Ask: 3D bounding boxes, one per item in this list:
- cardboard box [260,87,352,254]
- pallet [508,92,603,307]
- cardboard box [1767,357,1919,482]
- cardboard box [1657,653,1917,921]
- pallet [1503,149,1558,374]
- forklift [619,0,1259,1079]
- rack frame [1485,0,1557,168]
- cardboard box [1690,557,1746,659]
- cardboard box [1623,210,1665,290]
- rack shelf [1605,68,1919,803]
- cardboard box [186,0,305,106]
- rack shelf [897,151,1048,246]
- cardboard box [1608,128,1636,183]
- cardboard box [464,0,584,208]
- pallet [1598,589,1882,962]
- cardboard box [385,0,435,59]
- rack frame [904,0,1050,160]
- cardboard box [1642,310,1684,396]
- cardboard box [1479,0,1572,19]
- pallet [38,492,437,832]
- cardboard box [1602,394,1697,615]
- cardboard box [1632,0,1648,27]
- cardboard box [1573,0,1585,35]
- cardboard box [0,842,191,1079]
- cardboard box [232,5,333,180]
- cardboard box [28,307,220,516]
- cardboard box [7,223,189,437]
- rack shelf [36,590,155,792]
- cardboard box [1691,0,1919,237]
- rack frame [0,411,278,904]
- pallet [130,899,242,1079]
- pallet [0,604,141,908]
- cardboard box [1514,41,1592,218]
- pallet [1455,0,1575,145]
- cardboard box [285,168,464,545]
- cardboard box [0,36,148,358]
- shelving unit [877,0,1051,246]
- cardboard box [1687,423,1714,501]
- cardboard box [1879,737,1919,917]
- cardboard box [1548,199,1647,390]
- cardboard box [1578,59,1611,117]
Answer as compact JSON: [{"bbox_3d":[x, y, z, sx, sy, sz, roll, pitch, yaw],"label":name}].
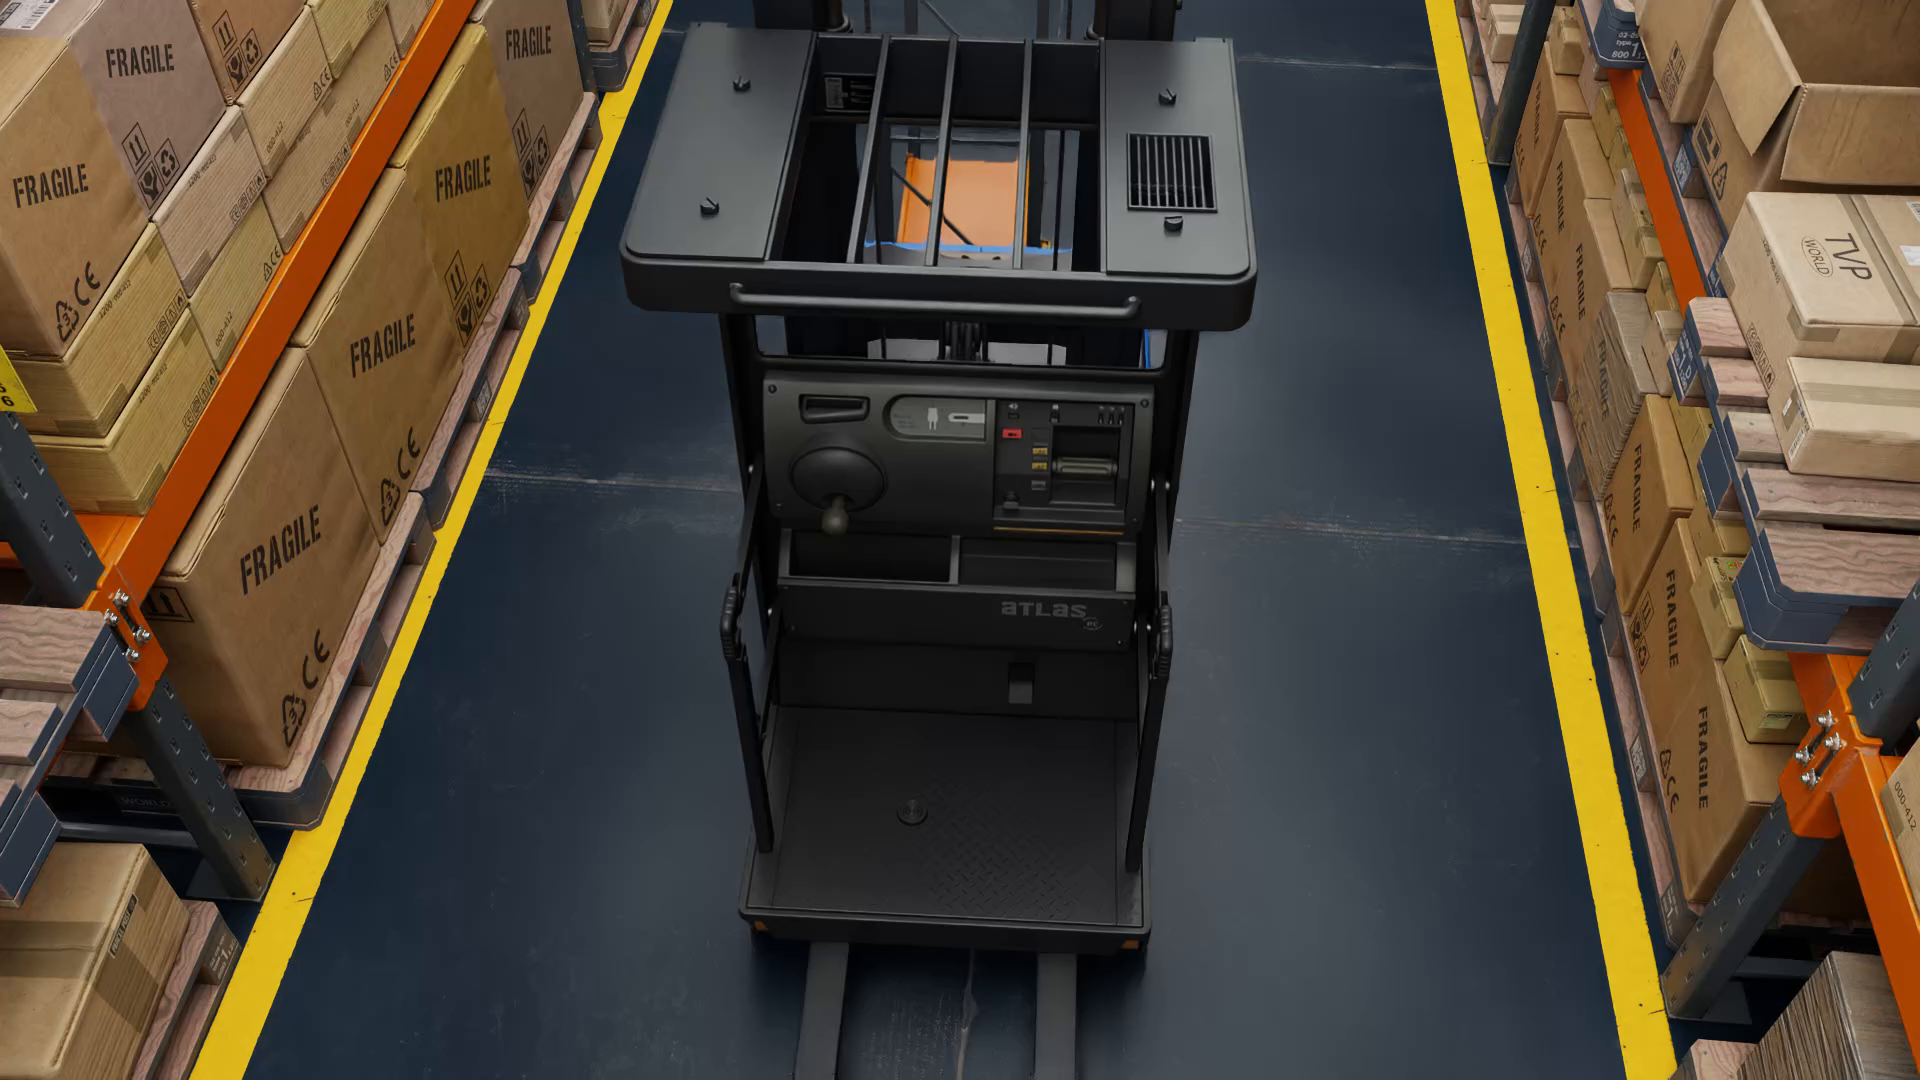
[{"bbox_3d":[-2.126,-1.099,4.824,0.500,0.250,0.500,5,48,5],"label":"cardboard box"},{"bbox_3d":[-2.135,-1.469,6.951,1.003,0.211,1.213,4,48,4],"label":"pallet"},{"bbox_3d":[2.117,-0.278,3.857,0.380,0.149,0.250,5,48,4],"label":"cardboard box"},{"bbox_3d":[2.264,0.665,4.519,0.500,0.500,0.500,5,48,5],"label":"cardboard box"},{"bbox_3d":[2.767,-1.110,6.622,1.003,0.211,1.213,4,48,4],"label":"pallet"},{"bbox_3d":[-0.017,-0.095,3.851,1.130,2.935,3.031,2,48,2],"label":"forklift"},{"bbox_3d":[2.804,-2.651,6.142,1.000,3.000,0.127,4,48,4],"label":"rack frame"},{"bbox_3d":[2.226,0.188,4.515,0.380,0.149,0.250,2,48,2],"label":"cardboard box"},{"bbox_3d":[2.449,-0.959,5.564,0.380,0.149,0.250,5,48,5],"label":"cardboard box"},{"bbox_3d":[2.621,-0.939,5.064,1.077,0.370,4.000,4,48,4],"label":"rack shelf"},{"bbox_3d":[-2.118,-1.505,4.348,0.500,0.500,0.500,5,48,5],"label":"cardboard box"},{"bbox_3d":[0.030,-1.007,5.898,0.538,0.185,1.000,2,48,2],"label":"rack shelf"},{"bbox_3d":[2.534,-1.322,5.897,0.380,0.149,0.250,3,48,3],"label":"cardboard box"},{"bbox_3d":[-2.117,-1.946,6.653,0.875,0.875,0.875,5,48,5],"label":"cardboard box"},{"bbox_3d":[2.545,0.683,4.982,1.003,0.211,1.213,4,48,4],"label":"pallet"},{"bbox_3d":[-2.042,-1.842,5.503,0.500,0.250,0.500,3,48,2],"label":"cardboard box"},{"bbox_3d":[0.059,-1.502,6.108,0.500,1.500,0.032,2,48,2],"label":"rack frame"},{"bbox_3d":[2.381,-0.582,5.219,0.380,0.149,0.250,2,48,2],"label":"cardboard box"},{"bbox_3d":[2.594,-2.562,7.629,0.396,0.266,0.258,5,48,5],"label":"cardboard box"},{"bbox_3d":[-2.357,0.324,5.311,1.003,0.211,1.213,4,48,4],"label":"pallet"},{"bbox_3d":[2.365,-0.087,5.206,0.500,0.500,0.500,6,48,5],"label":"cardboard box"},{"bbox_3d":[2.295,-1.753,5.127,0.396,0.266,0.258,6,48,5],"label":"cardboard box"},{"bbox_3d":[2.566,-2.019,6.332,0.380,0.149,0.250,3,48,3],"label":"cardboard box"},{"bbox_3d":[-2.566,1.116,4.192,0.950,0.372,0.625,1,48,1],"label":"cardboard box"},{"bbox_3d":[-2.106,-1.262,4.634,0.500,0.250,0.500,4,48,3],"label":"cardboard box"},{"bbox_3d":[-2.209,-0.335,4.126,0.500,0.250,0.500,3,48,3],"label":"cardboard box"},{"bbox_3d":[-2.212,-0.517,3.953,0.500,0.250,0.500,4,48,3],"label":"cardboard box"},{"bbox_3d":[-2.687,1.669,2.678,1.077,0.370,4.000,4,48,4],"label":"rack shelf"},{"bbox_3d":[2.404,-1.101,4.369,0.797,0.503,0.637,3,48,3],"label":"cardboard box"},{"bbox_3d":[-2.504,-0.043,3.757,1.000,3.000,0.127,4,48,4],"label":"rack frame"},{"bbox_3d":[-2.577,1.472,4.261,1.003,0.211,1.213,4,48,4],"label":"pallet"},{"bbox_3d":[-2.463,0.552,3.342,1.213,0.211,1.003,4,48,4],"label":"pallet"},{"bbox_3d":[2.535,-1.609,6.598,0.500,0.500,0.500,6,48,5],"label":"cardboard box"},{"bbox_3d":[2.867,-2.215,7.633,1.003,0.211,1.213,4,48,4],"label":"pallet"},{"bbox_3d":[-2.273,-0.625,5.444,0.875,0.875,0.875,4,48,4],"label":"cardboard box"},{"bbox_3d":[-2.216,-0.760,3.667,0.500,0.500,0.500,2,48,2],"label":"cardboard box"},{"bbox_3d":[0.031,-1.135,5.771,0.587,1.500,1.083,2,48,2],"label":"shelving unit"},{"bbox_3d":[2.363,-0.193,4.864,0.380,0.149,0.250,5,48,5],"label":"cardboard box"},{"bbox_3d":[2.155,0.648,3.226,0.500,0.250,0.500,4,48,4],"label":"cardboard box"},{"bbox_3d":[2.447,-0.851,5.905,0.500,0.500,0.500,3,48,2],"label":"cardboard box"},{"bbox_3d":[2.558,-1.714,6.255,0.380,0.149,0.250,3,48,2],"label":"cardboard box"}]
